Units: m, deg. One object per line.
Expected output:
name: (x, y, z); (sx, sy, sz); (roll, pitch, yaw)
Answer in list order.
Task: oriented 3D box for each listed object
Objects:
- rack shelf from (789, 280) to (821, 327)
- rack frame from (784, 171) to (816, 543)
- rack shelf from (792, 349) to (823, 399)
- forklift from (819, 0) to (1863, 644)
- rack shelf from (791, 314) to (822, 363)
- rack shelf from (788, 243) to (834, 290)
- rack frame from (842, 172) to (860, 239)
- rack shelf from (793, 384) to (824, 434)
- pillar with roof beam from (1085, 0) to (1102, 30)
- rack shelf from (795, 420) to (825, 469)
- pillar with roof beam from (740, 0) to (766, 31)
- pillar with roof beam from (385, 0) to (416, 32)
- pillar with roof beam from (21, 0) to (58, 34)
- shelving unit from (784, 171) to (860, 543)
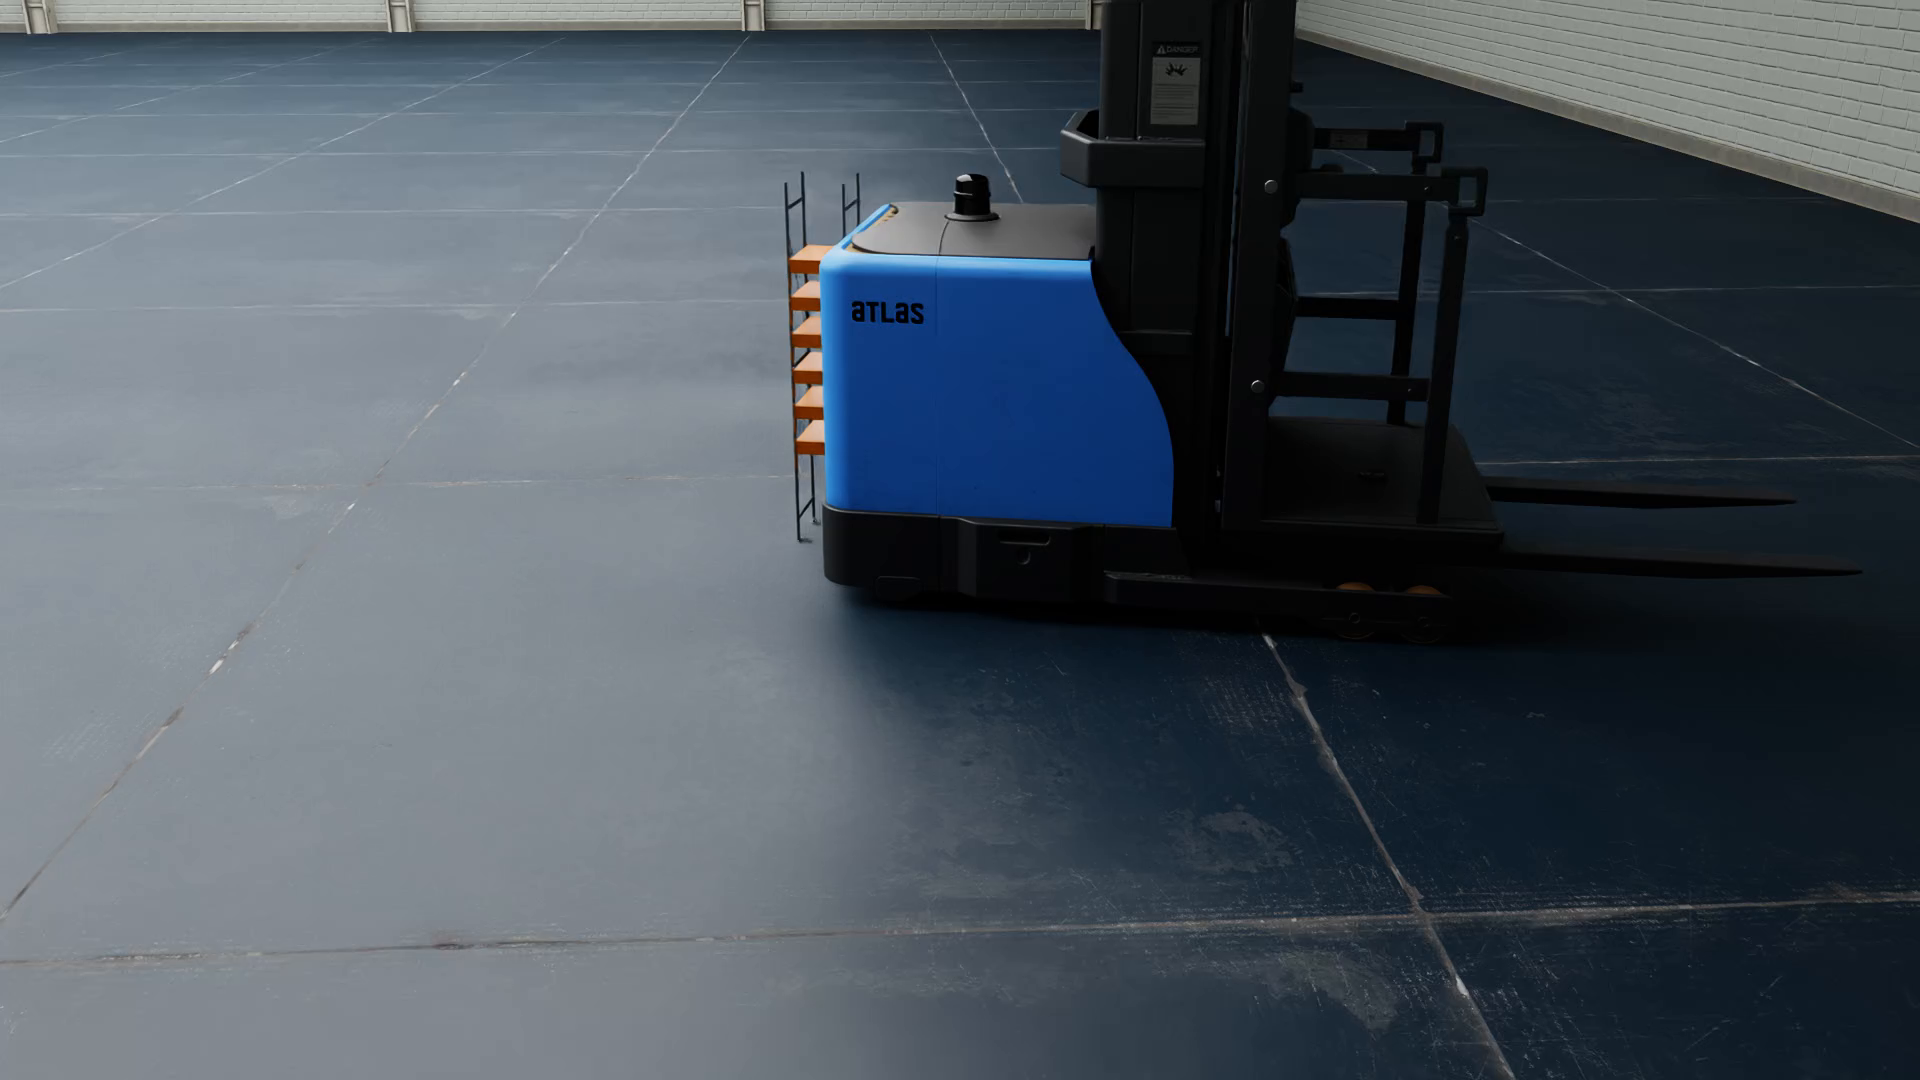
rack shelf: (-0.436, -0.770, 5.408); (0.180, 0.103, 0.258); (3, 21, 8)
rack frame: (-0.526, -0.592, 5.491); (0.006, 1.200, 0.240); (3, 21, 8)
rack shelf: (-0.436, -0.546, 5.494); (0.180, 0.103, 0.258); (3, 21, 8)
forklift: (1.141, -1.271, 4.839); (3.031, 2.935, 1.130); (3, 21, 8)
rack shelf: (-0.436, -0.658, 5.451); (0.180, 0.103, 0.258); (3, 21, 8)
rack shelf: (-0.436, -0.882, 5.365); (0.180, 0.103, 0.258); (3, 21, 8)
rack frame: (-0.345, -0.583, 5.465); (0.006, 1.200, 0.240); (3, 21, 8)
rack shelf: (-0.436, -0.434, 5.536); (0.180, 0.103, 0.258); (3, 21, 8)
pillar with roof beam: (2.659, -11.644, 23.557); (0.400, 9.000, 9.100); (-1, 21, -3)
rack shelf: (-0.436, -0.322, 5.579); (0.180, 0.103, 0.258); (3, 21, 8)
pillar with roof beam: (-3.331, -11.522, 23.237); (0.400, 9.000, 9.100); (-1, 21, -3)
pillar with roof beam: (-9.321, -11.400, 22.917); (0.400, 9.000, 9.100); (-1, 21, -3)
pillar with roof beam: (-15.311, -11.278, 22.597); (0.400, 9.000, 9.100); (-1, 21, -3)
shelving unit: (-0.436, -0.587, 5.478); (0.189, 1.200, 0.258); (3, 21, 8)
